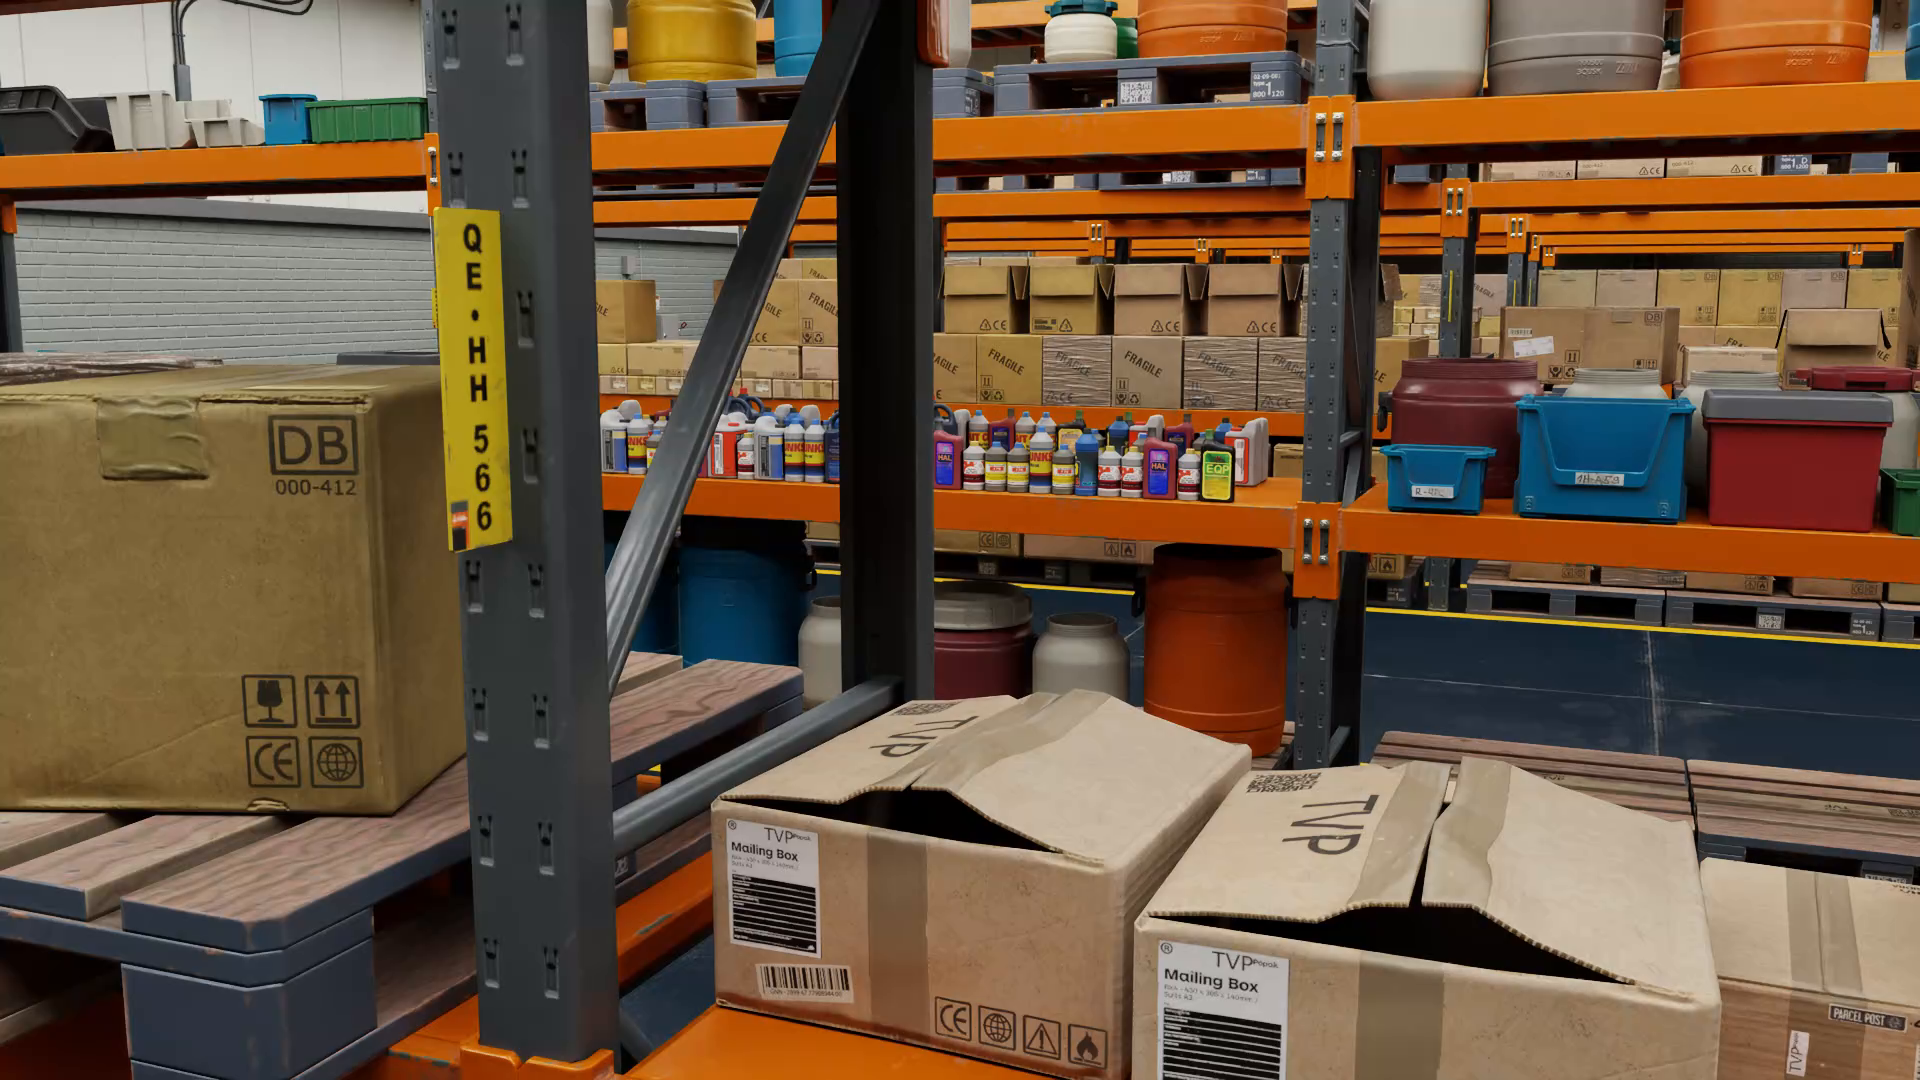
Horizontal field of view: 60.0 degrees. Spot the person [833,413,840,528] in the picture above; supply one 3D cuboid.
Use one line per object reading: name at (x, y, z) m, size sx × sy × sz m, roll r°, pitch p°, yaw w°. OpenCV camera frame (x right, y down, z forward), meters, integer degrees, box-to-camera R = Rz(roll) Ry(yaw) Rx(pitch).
person at (-0.475, -0.162, 9.340) m, size 0.524 × 1.789 × 0.337 m, roll 4°, pitch 9°, yaw 23°
